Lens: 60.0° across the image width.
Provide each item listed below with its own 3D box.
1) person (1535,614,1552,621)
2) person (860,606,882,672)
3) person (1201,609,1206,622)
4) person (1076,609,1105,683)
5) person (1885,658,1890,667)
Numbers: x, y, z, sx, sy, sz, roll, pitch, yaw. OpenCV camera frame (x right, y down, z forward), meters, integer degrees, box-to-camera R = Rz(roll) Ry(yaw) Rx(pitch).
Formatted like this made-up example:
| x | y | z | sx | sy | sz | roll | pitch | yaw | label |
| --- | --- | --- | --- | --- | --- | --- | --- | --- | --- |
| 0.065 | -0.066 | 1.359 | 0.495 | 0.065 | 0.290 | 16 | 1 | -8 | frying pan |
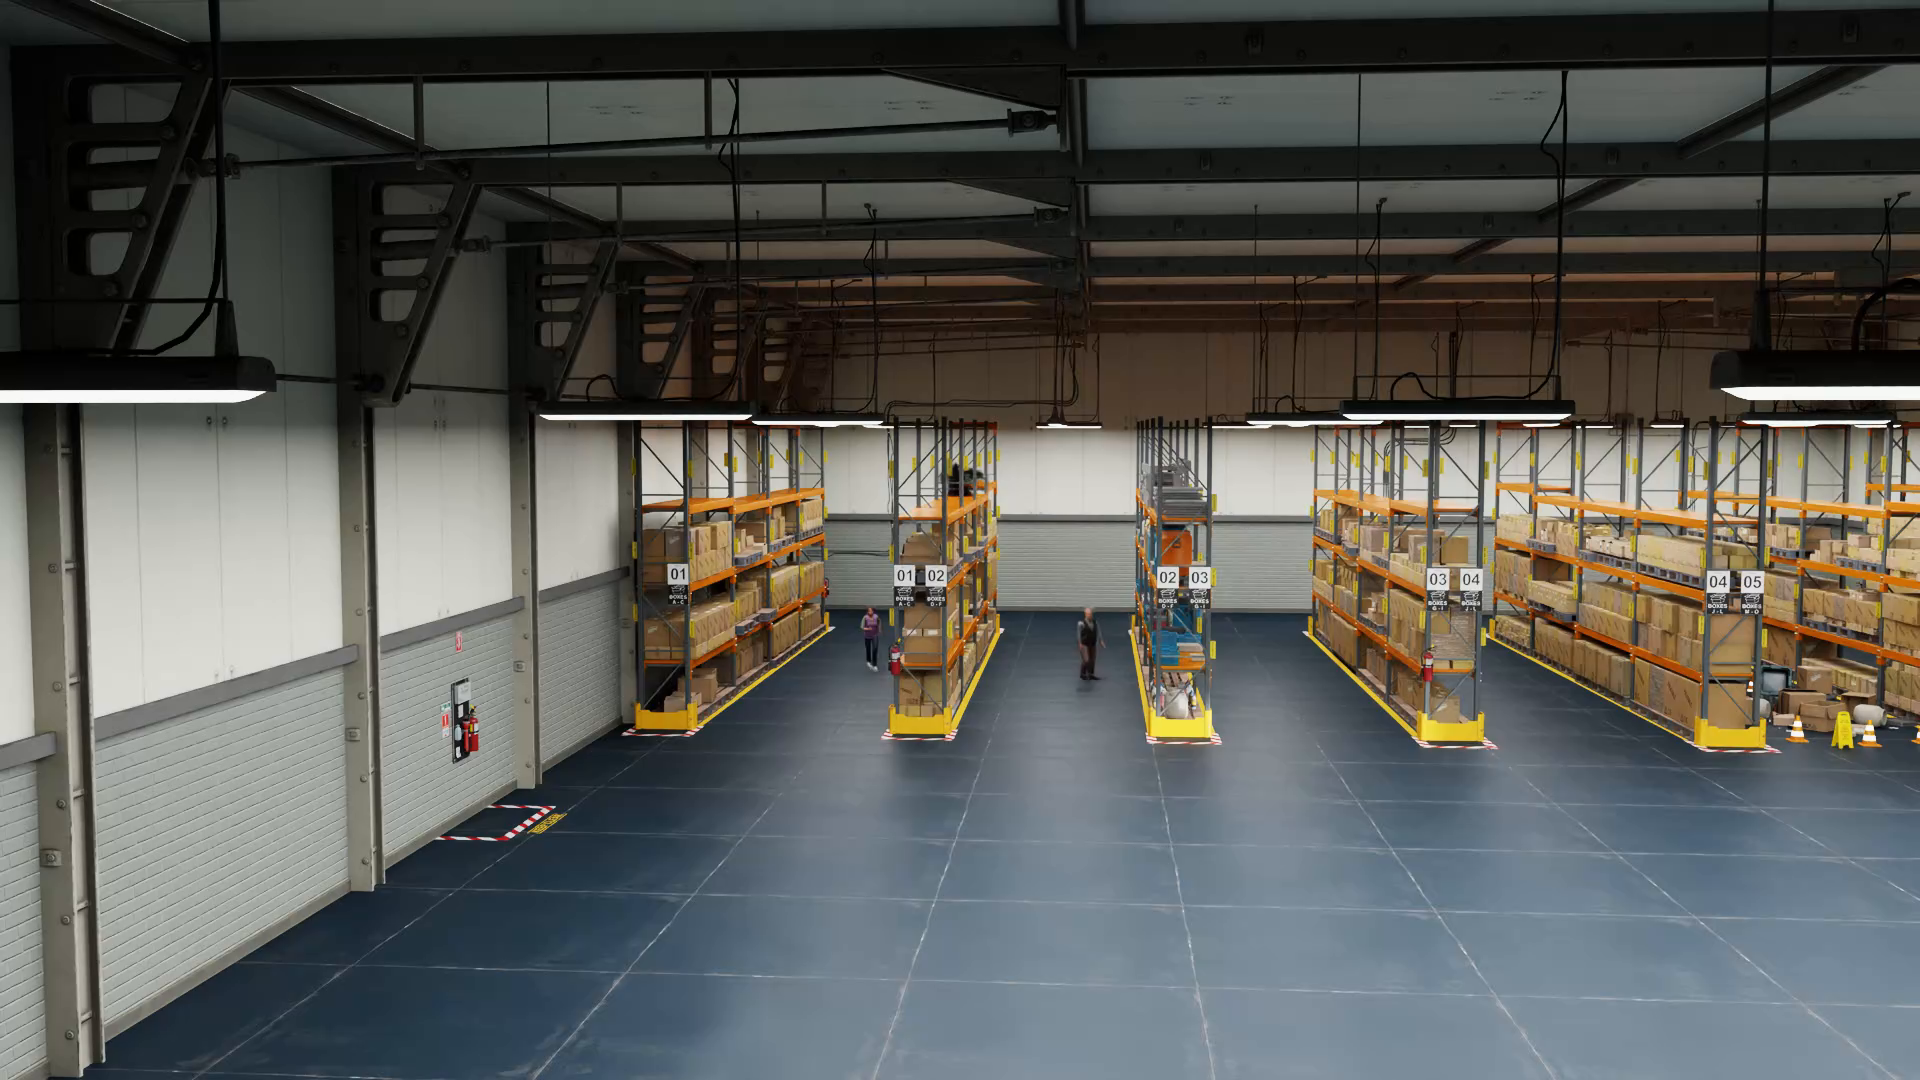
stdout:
| x | y | z | sx | sy | sz | roll | pitch | yaw | label |
| --- | --- | --- | --- | --- | --- | --- | --- | --- | --- |
| 16.466 | 1.812 | 46.742 | 0.697 | 1.839 | 0.680 | 2 | 4 | 31 | person |
| -2.123 | 2.341 | 39.836 | 0.535 | 1.568 | 0.902 | 0 | 4 | -5 | person |
| 6.326 | 2.052 | 44.547 | 0.675 | 1.526 | 0.590 | 1 | 4 | 18 | person |
| 2.943 | 2.403 | 38.054 | 0.629 | 1.696 | 0.620 | -2 | 4 | -29 | person |
| 22.584 | 2.257 | 40.131 | 0.609 | 1.665 | 0.870 | -1 | 4 | -10 | person |
